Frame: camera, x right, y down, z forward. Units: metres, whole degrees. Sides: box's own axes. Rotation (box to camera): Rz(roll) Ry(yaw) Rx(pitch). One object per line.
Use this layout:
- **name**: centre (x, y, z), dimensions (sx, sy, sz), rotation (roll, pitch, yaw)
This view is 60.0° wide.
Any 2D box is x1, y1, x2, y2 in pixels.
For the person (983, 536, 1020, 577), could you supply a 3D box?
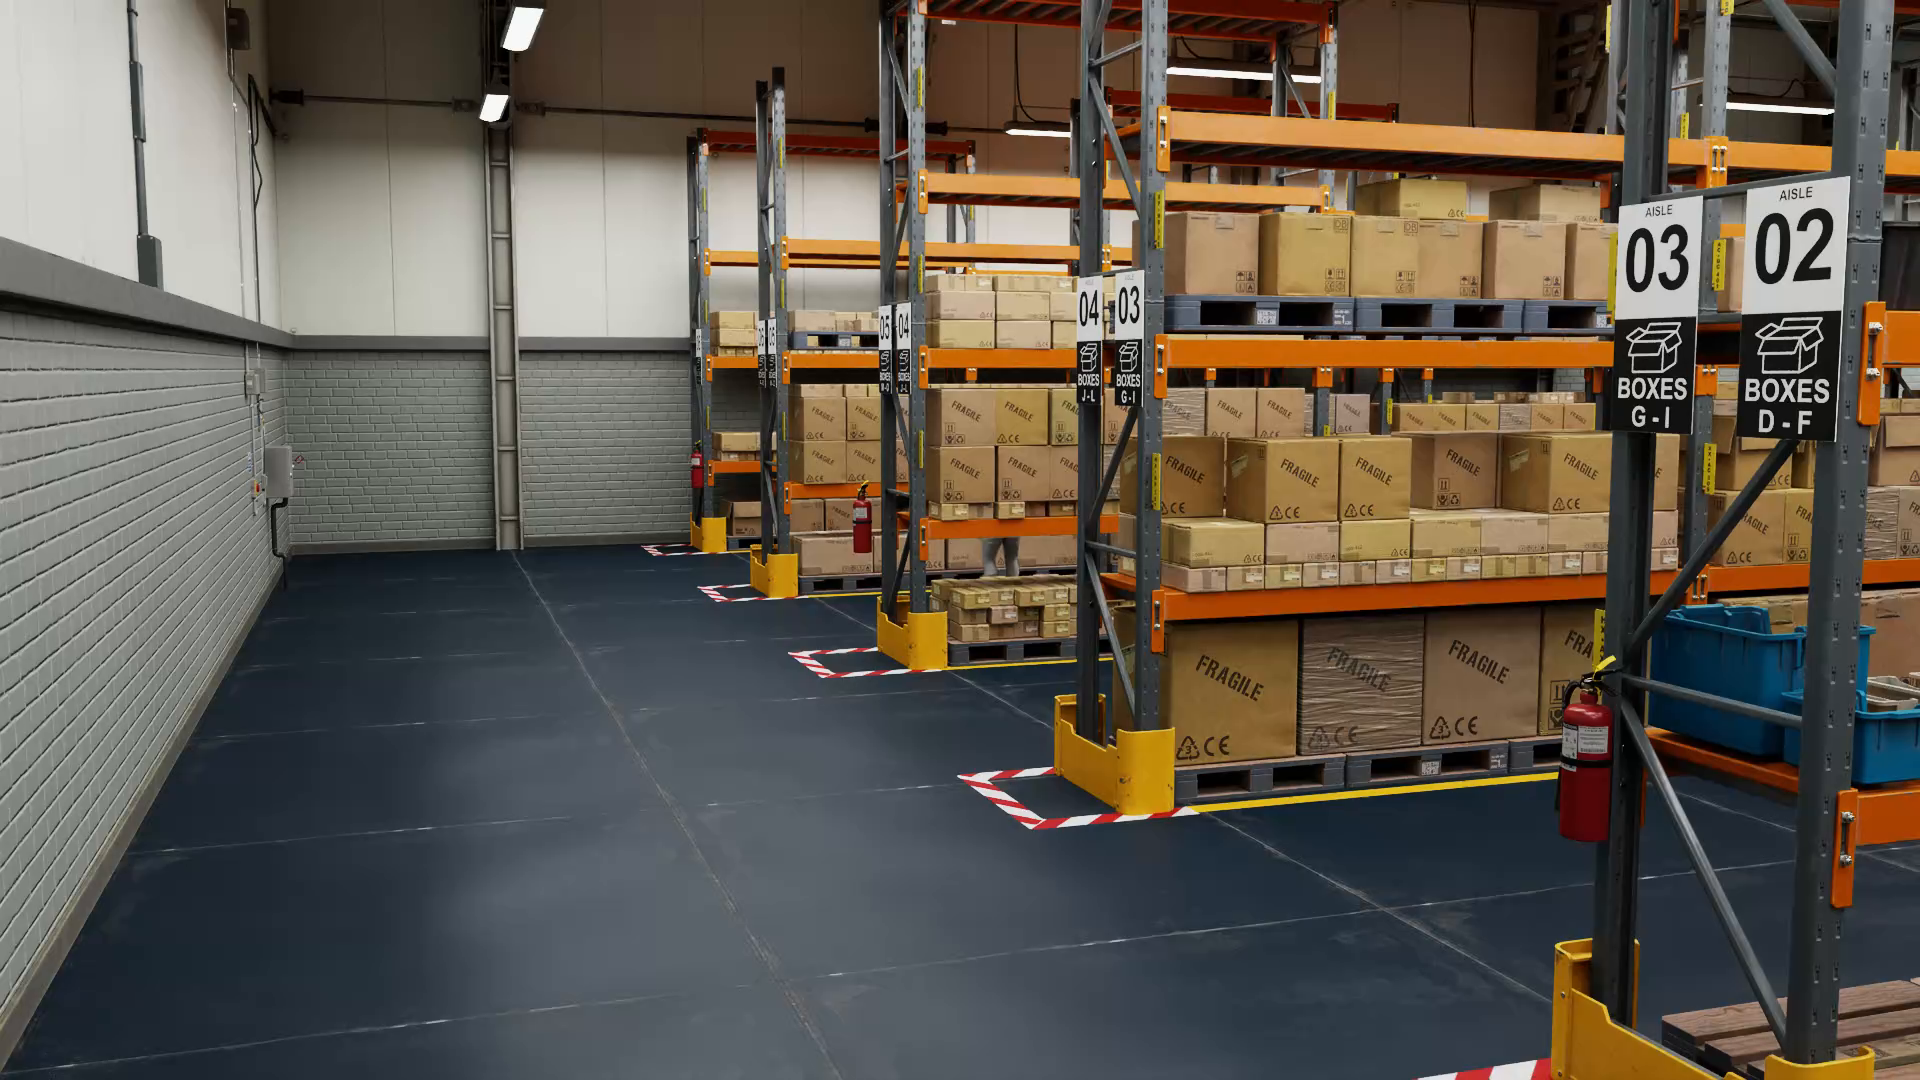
- **person**: centre (0.431, -0.112, 18.681), dimensions (0.454, 1.655, 0.536), rotation (-2, 6, -19)
